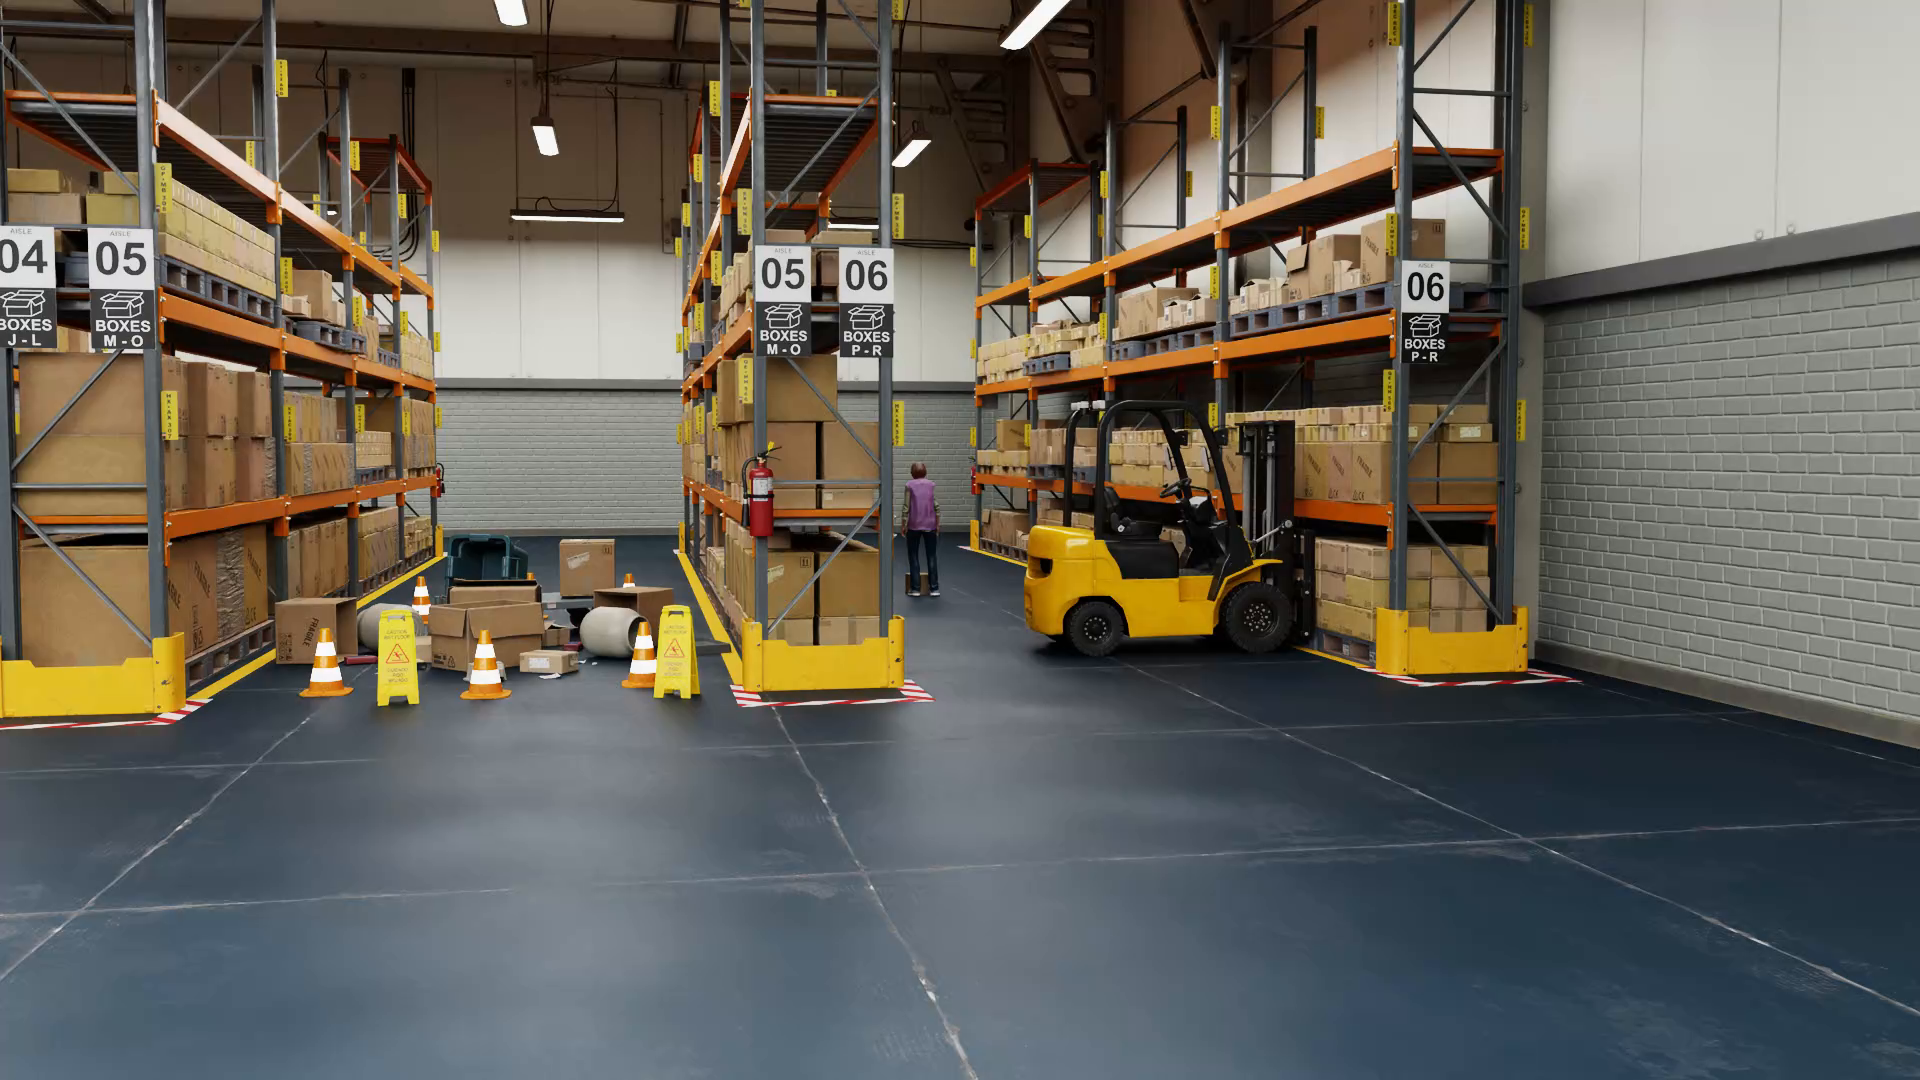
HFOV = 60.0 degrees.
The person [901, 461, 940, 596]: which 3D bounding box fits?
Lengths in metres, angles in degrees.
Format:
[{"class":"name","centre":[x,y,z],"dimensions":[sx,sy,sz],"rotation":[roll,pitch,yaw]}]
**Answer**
[{"class":"person","centre":[-0.460,-0.132,19.610],"dimensions":[0.484,1.594,0.370],"rotation":[-1,3,-14]}]
